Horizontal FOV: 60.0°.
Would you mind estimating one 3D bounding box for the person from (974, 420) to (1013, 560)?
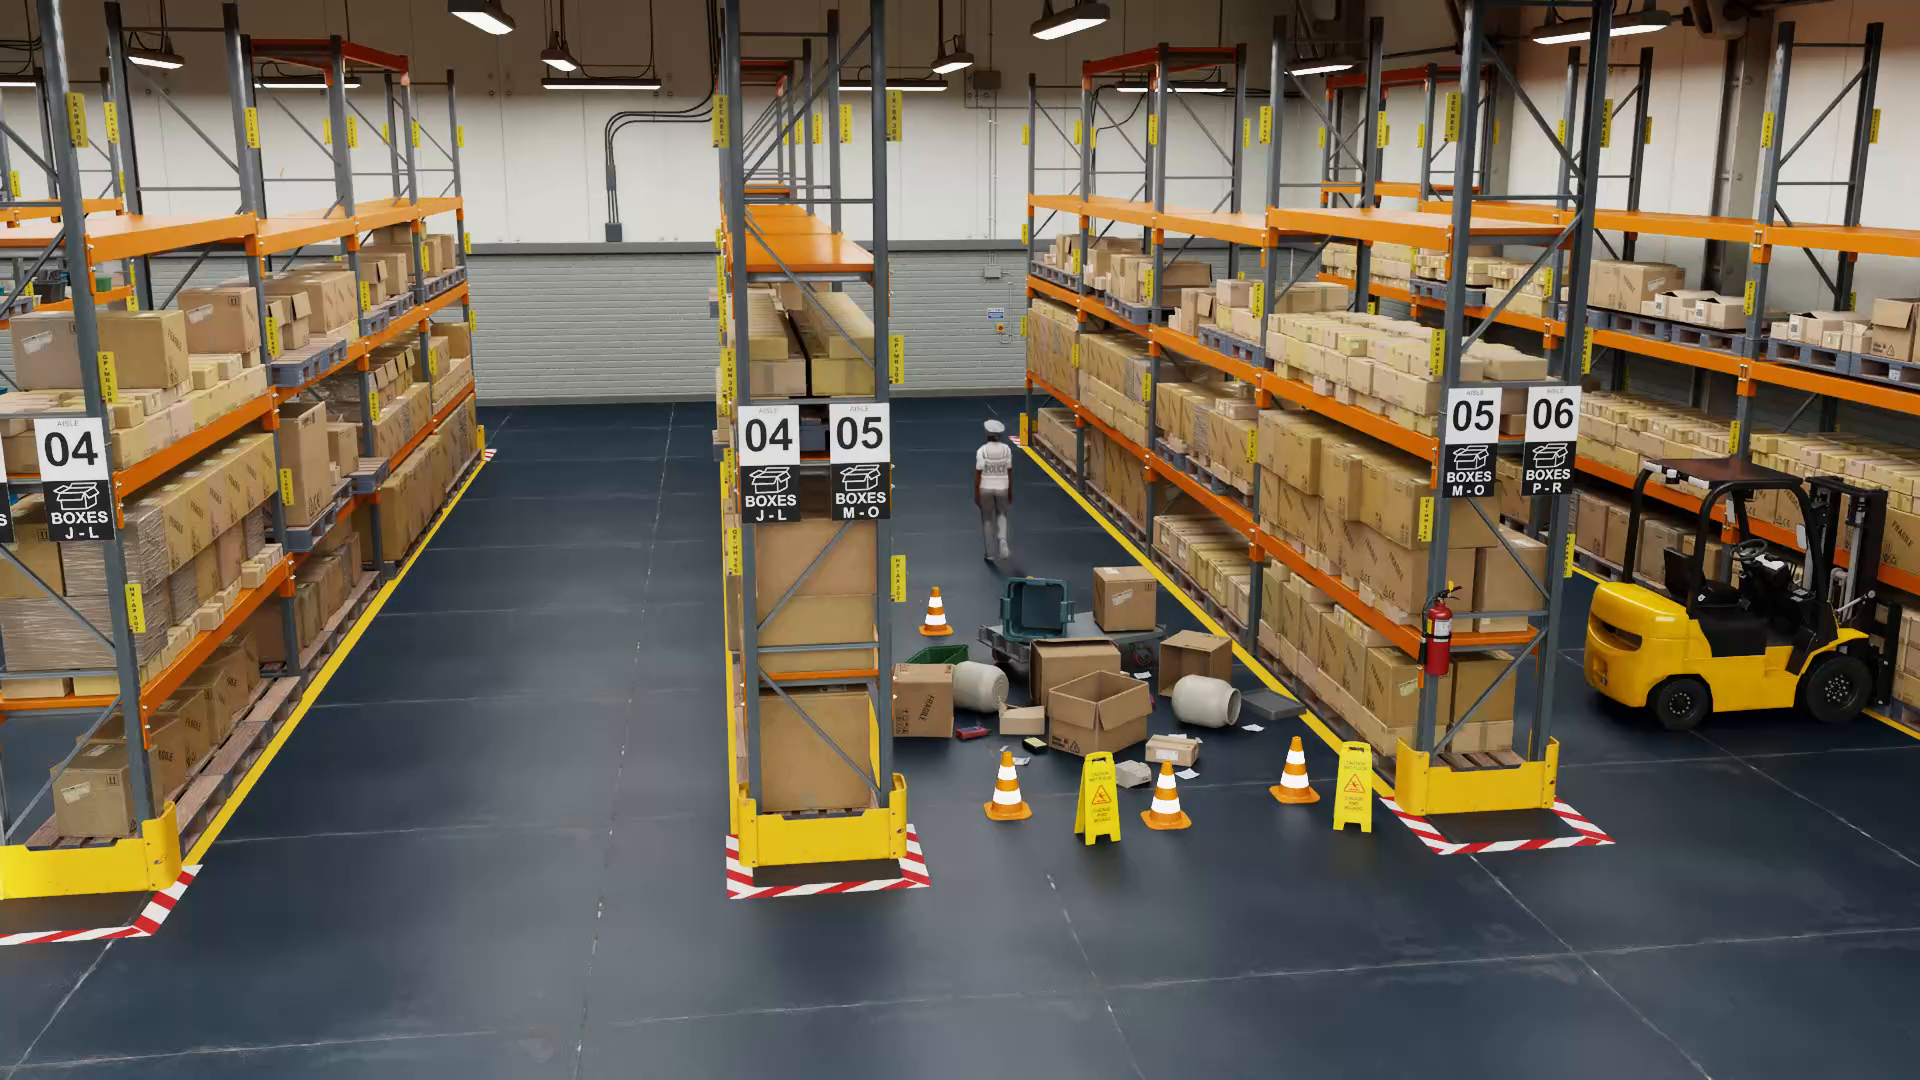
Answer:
[{"bbox_3d":[0.399,-0.596,19.821,0.476,1.683,0.467,-3,14,-13],"label":"person"}]
